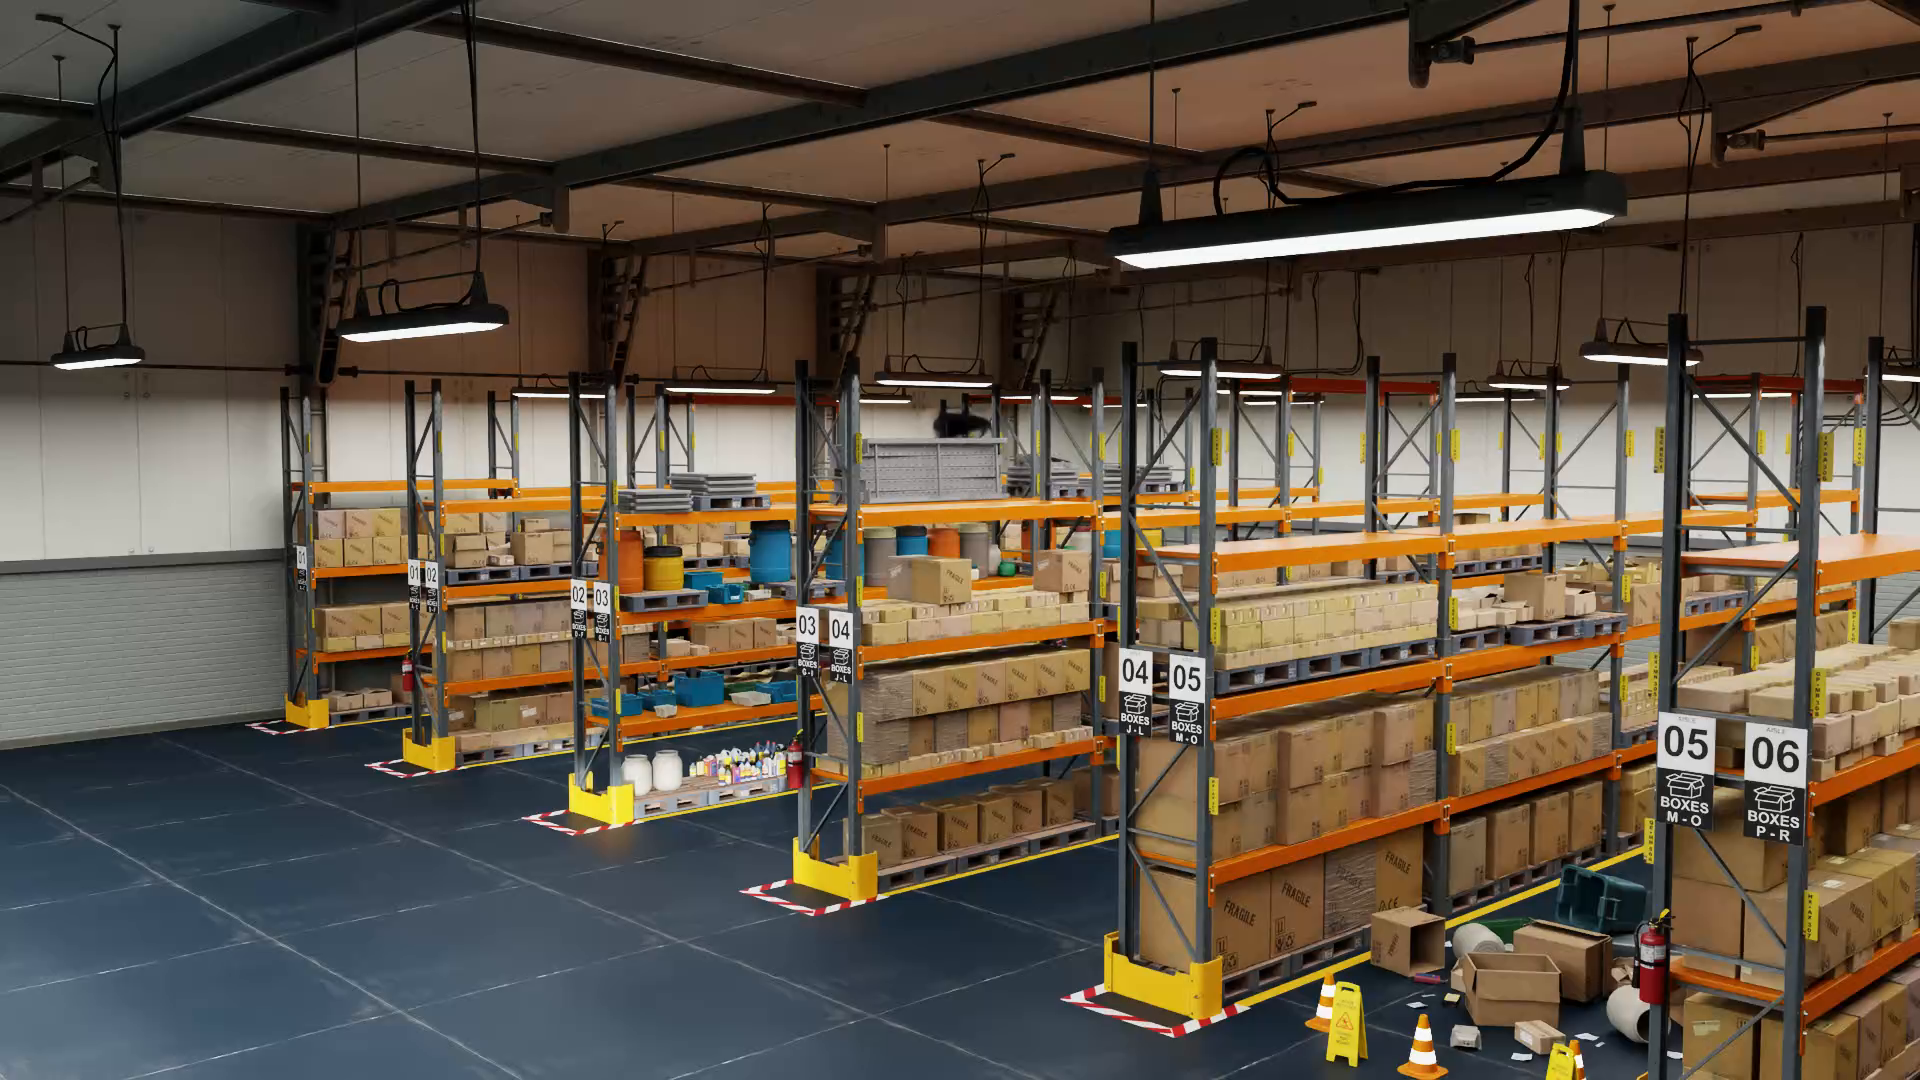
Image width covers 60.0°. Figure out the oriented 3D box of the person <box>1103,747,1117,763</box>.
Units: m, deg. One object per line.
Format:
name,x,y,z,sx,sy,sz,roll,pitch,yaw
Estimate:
person,2.314,2.787,25.397,0.941,1.588,0.650,-3,5,-38
